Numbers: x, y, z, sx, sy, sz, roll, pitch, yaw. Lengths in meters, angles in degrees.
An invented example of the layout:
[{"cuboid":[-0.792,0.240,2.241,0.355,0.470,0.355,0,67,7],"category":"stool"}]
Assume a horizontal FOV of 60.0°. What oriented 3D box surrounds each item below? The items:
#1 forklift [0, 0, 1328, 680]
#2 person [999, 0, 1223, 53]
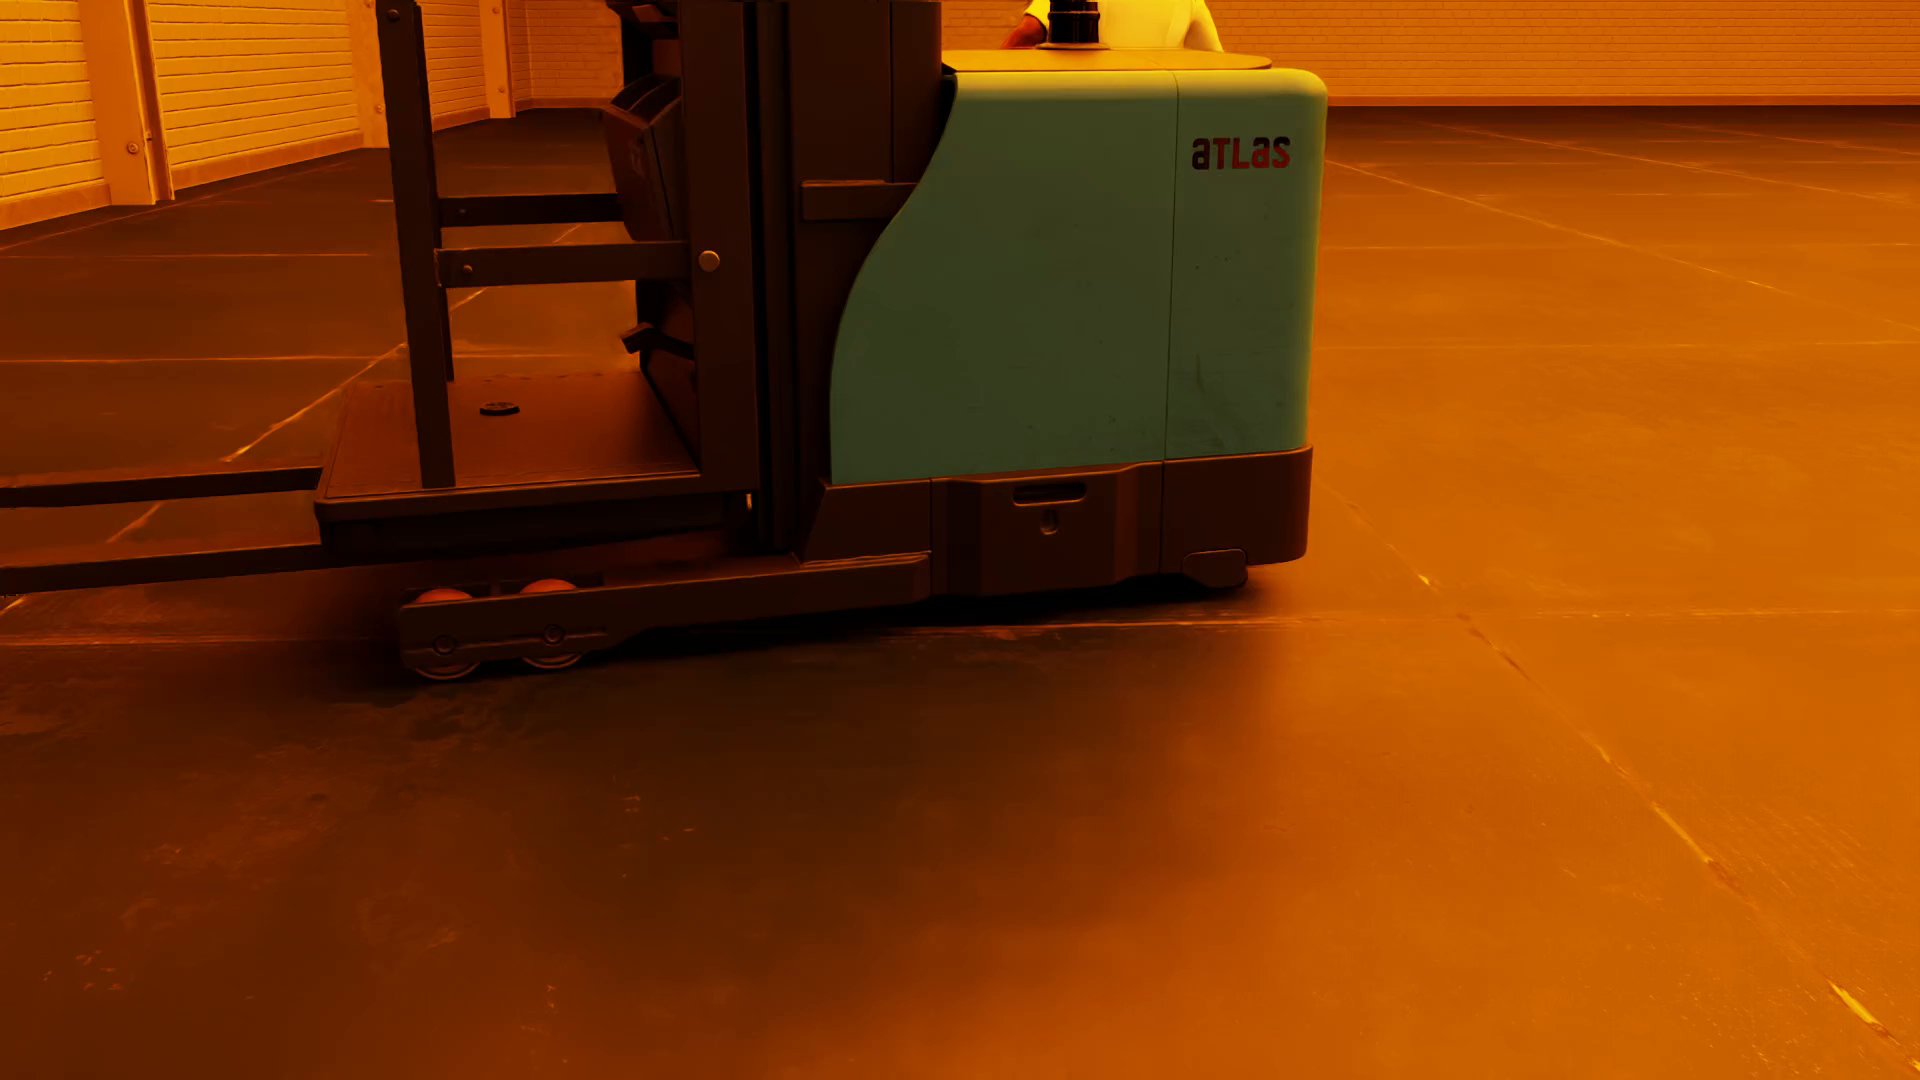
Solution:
[{"cuboid":[-0.826,-1.315,3.206,3.031,2.935,1.130,-5,18,-16],"category":"forklift"},{"cuboid":[0.508,-1.398,5.753,1.039,1.646,0.524,-3,17,-9],"category":"person"}]
